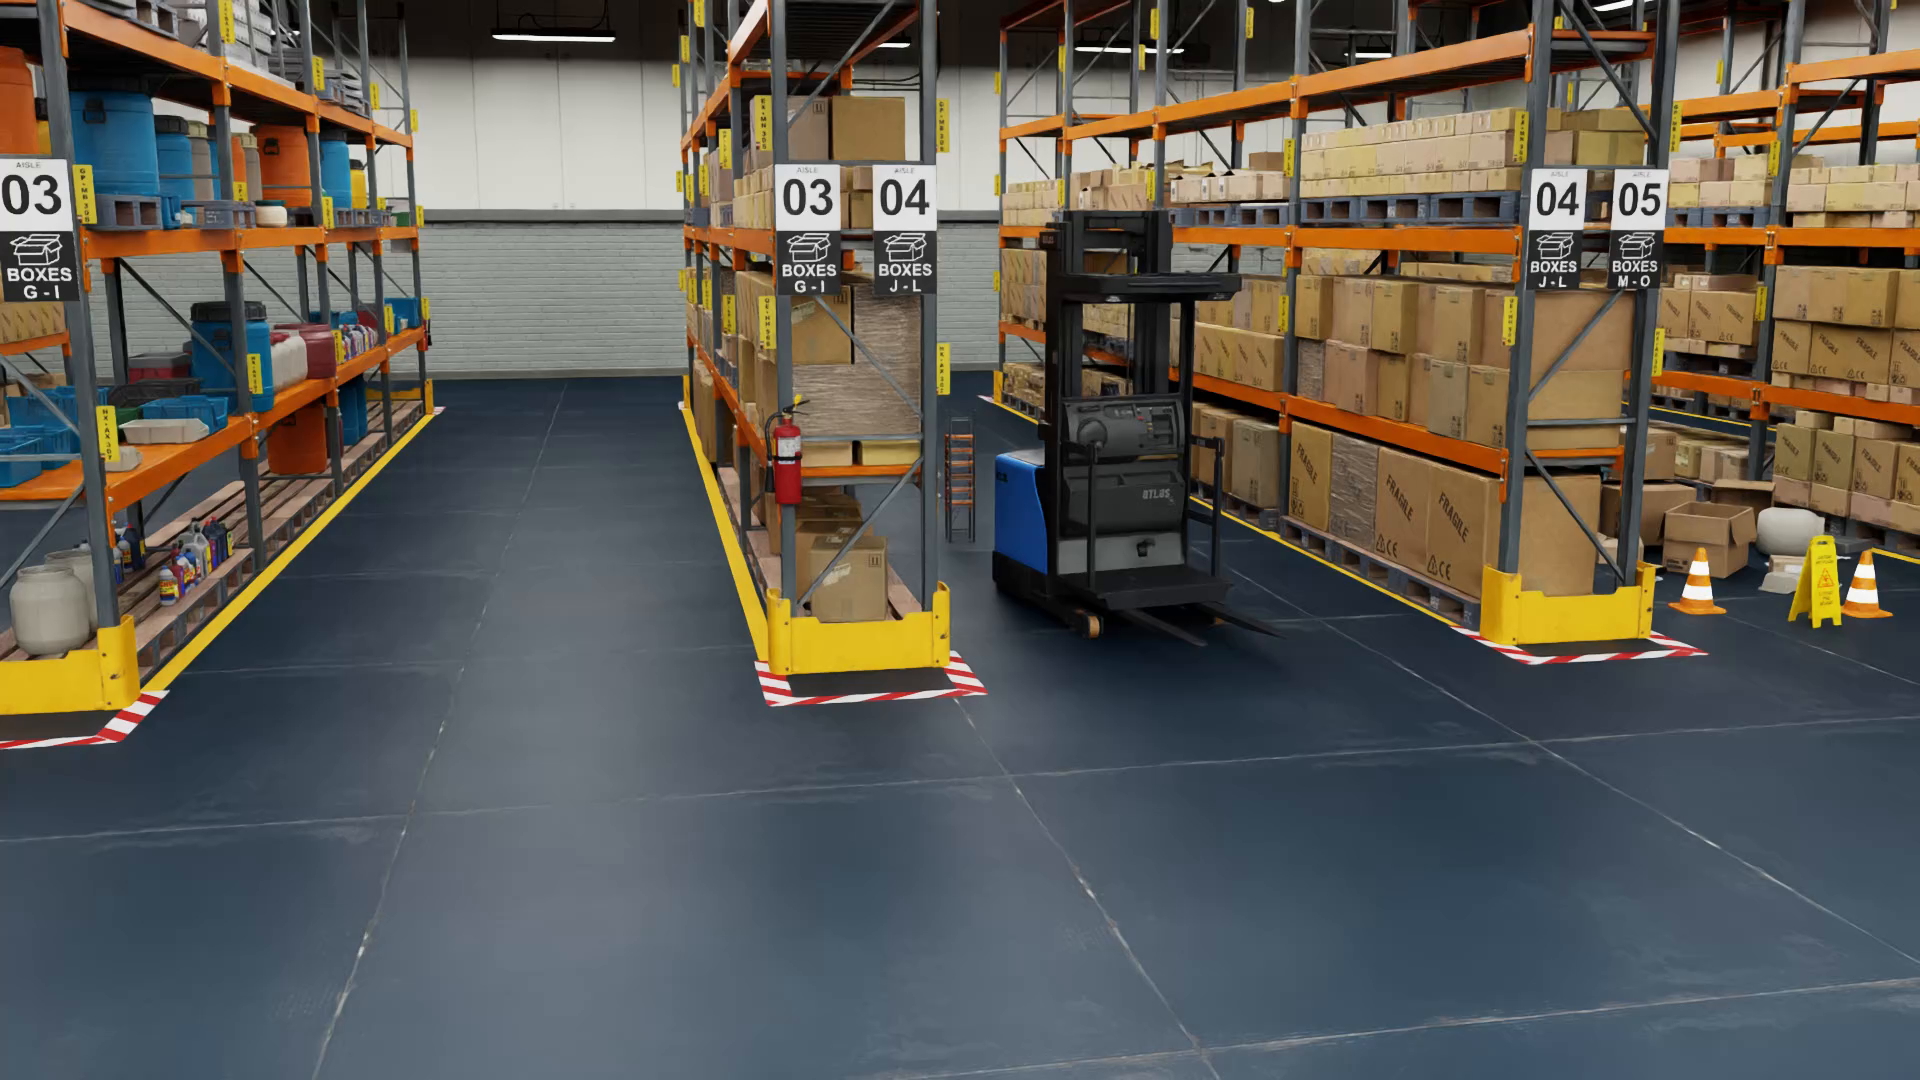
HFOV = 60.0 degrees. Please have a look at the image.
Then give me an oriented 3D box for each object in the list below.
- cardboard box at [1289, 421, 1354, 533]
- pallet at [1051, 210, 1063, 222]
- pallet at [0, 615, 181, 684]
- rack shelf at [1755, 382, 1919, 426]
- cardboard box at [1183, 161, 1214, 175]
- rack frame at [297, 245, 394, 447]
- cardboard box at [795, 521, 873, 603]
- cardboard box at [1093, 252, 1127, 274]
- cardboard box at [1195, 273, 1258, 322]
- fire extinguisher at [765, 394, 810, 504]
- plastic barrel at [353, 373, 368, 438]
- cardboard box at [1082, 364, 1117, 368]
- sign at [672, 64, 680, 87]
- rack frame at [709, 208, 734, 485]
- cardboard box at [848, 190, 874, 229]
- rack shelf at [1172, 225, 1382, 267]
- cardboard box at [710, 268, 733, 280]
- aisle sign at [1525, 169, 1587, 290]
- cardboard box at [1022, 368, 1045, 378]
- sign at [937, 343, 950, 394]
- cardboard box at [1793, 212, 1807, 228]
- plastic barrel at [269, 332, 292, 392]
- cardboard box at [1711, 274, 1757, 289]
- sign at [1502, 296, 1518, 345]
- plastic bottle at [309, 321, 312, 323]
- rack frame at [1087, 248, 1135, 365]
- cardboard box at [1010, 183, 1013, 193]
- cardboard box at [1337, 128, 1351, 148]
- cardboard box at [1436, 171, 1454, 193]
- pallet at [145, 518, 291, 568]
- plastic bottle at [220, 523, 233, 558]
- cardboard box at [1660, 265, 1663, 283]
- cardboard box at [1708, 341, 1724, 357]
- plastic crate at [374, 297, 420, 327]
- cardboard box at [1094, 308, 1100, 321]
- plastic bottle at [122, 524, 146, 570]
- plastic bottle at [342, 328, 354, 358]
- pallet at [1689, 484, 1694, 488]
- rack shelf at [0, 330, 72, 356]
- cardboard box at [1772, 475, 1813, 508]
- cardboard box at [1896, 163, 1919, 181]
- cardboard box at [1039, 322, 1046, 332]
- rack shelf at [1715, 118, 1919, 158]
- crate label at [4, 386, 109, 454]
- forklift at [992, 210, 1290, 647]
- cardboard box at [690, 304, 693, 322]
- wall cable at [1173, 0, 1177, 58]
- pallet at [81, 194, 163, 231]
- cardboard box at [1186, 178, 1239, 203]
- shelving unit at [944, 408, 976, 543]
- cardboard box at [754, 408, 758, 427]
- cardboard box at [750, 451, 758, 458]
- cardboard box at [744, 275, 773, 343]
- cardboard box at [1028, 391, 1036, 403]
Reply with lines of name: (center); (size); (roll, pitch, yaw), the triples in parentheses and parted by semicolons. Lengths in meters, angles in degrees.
cardboard box: (3.514, -0.584, 14.804); (0.875, 0.875, 0.875); (-2, 11, -10)
pallet: (1.920, -4.271, 22.095); (1.213, 0.211, 1.003); (-2, 11, -11)
pallet: (-5.719, 0.744, 10.722); (1.003, 0.211, 1.213); (-2, 11, -11)
rack shelf: (8.685, -1.018, 14.447); (1.077, 0.370, 4.000); (-2, 11, -11)
cardboard box: (2.774, -4.351, 19.696); (0.396, 0.266, 0.258); (-2, 11, -11)
rack frame: (-7.839, -2.665, 21.176); (1.000, 3.000, 0.127); (-2, 11, -11)
cardboard box: (-0.902, 0.154, 11.928); (0.500, 0.500, 0.500); (1, 11, 4)
cardboard box: (2.055, -3.785, 23.323); (0.500, 0.500, 0.500); (-2, 11, -10)
cardboard box: (2.859, -2.638, 18.094); (0.700, 0.500, 0.500); (-2, 11, -12)
fire extinguisher: (-1.077, -0.569, 10.368); (0.296, 0.674, 0.183); (-2, 11, -11)
plastic barrel: (-7.750, -1.740, 20.806); (0.600, 0.901, 0.708); (-2, 11, -11)
cardboard box: (1.789, -2.209, 22.335); (0.500, 0.250, 0.500); (-3, 11, -14)
sign: (-4.304, -7.044, 25.214); (0.100, 0.325, 0.005); (-2, 11, -11)
rack frame: (-2.203, -2.112, 18.268); (1.000, 3.000, 0.127); (-2, 11, -11)
cardboard box: (-0.487, -2.142, 10.806); (0.500, 0.250, 0.500); (-2, 11, -9)
rack shelf: (3.071, -3.027, 16.978); (1.077, 0.370, 4.000); (-2, 11, -11)
cardboard box: (-2.726, -3.144, 20.742); (0.797, 0.503, 0.637); (-2, 11, -10)
aisle sign: (3.958, -2.059, 11.041); (0.394, 0.787, 0.004); (-2, 11, -11)
cardboard box: (1.164, -2.540, 25.427); (0.380, 0.149, 0.250); (-2, 11, -9)
sign: (-0.115, -1.089, 10.582); (0.100, 0.325, 0.005); (-2, 11, -11)
cardboard box: (8.114, -3.022, 15.699); (0.380, 0.149, 0.250); (-2, 11, -12)
plastic barrel: (-6.481, -1.662, 15.542); (0.433, 0.535, 0.433); (0, 11, 0)
cardboard box: (8.239, -2.753, 17.718); (0.380, 0.149, 0.250); (-1, 11, -8)
sign: (3.703, -1.474, 11.189); (0.100, 0.325, 0.005); (-2, 11, -11)
plastic bottle: (-8.081, -2.557, 20.741); (0.144, 0.351, 0.185); (-2, 11, -11)
rack frame: (1.904, -3.007, 22.973); (1.000, 3.000, 0.127); (-2, 11, -11)
cardboard box: (0.979, -5.414, 25.597); (0.380, 0.149, 0.250); (-2, 11, -11)
cardboard box: (3.347, -3.318, 13.734); (0.380, 0.149, 0.250); (-2, 11, -12)
cardboard box: (3.694, -2.600, 12.094); (0.380, 0.149, 0.250); (-2, 11, -10)
pallet: (-6.474, 0.029, 14.477); (1.003, 0.211, 1.213); (-2, 11, -11)
plastic bottle: (-5.866, -0.003, 13.280); (0.061, 0.283, 0.133); (-2, 11, -8)
cardboard box: (10.946, -4.193, 26.804); (0.500, 0.500, 0.500); (-2, 11, -10)
cardboard box: (7.891, -1.955, 16.992); (0.380, 0.149, 0.250); (-2, 11, -13)
plastic crate: (-8.369, -3.391, 24.735); (0.616, 0.435, 0.499); (-2, 11, -11)
cardboard box: (1.886, -2.813, 20.706); (0.380, 0.149, 0.250); (-2, 11, -10)
plastic bottle: (-6.392, 0.045, 12.844); (0.144, 0.351, 0.185); (-2, 11, -11)
plastic bottle: (-7.125, -2.282, 19.296); (0.144, 0.351, 0.185); (-2, 11, -11)
pallet: (7.902, -0.735, 18.496); (1.003, 0.211, 1.213); (-2, 11, -11)
rack shelf: (-13.088, -2.499, 22.228); (1.077, 0.370, 4.000); (-2, 11, -11)
cardboard box: (8.146, -0.476, 15.905); (0.500, 0.250, 0.500); (-3, 11, -14)
cardboard box: (8.344, -3.174, 14.365); (0.380, 0.149, 0.250); (-2, 11, -12)
cardboard box: (1.360, -3.119, 24.232); (0.380, 0.149, 0.250); (-3, 11, -13)
rack shelf: (11.997, -5.417, 22.584); (1.077, 0.370, 4.000); (-2, 11, -11)
crate label: (-6.129, -0.809, 11.331); (0.502, 0.435, 0.616); (-2, 11, -11)
forklift: (1.269, -0.839, 11.767); (1.130, 2.935, 3.031); (-4, 12, -21)
cardboard box: (-3.622, -3.271, 23.963); (0.500, 0.250, 0.500); (-2, 11, -12)
wall cable: (3.062, -10.810, 31.878); (2.355, 3.000, 0.029); (-2, 11, -11)
pallet: (-5.570, -2.000, 10.166); (1.003, 0.211, 1.213); (-2, 11, -11)
cardboard box: (2.705, -3.696, 17.581); (0.500, 0.250, 0.500); (-2, 11, -9)
shelving unit: (0.003, -0.587, 15.070); (0.258, 1.200, 0.189); (-2, 11, -11)
cardboard box: (-1.373, -0.930, 12.730); (0.380, 0.149, 0.250); (-2, 11, -11)
cardboard box: (-1.597, -0.568, 15.665); (0.700, 0.500, 0.500); (-2, 11, -11)
cardboard box: (-1.391, -1.789, 12.837); (0.500, 0.500, 0.500); (-2, 11, -11)
cardboard box: (1.228, -2.155, 25.000); (0.380, 0.149, 0.250); (-2, 11, -11)
